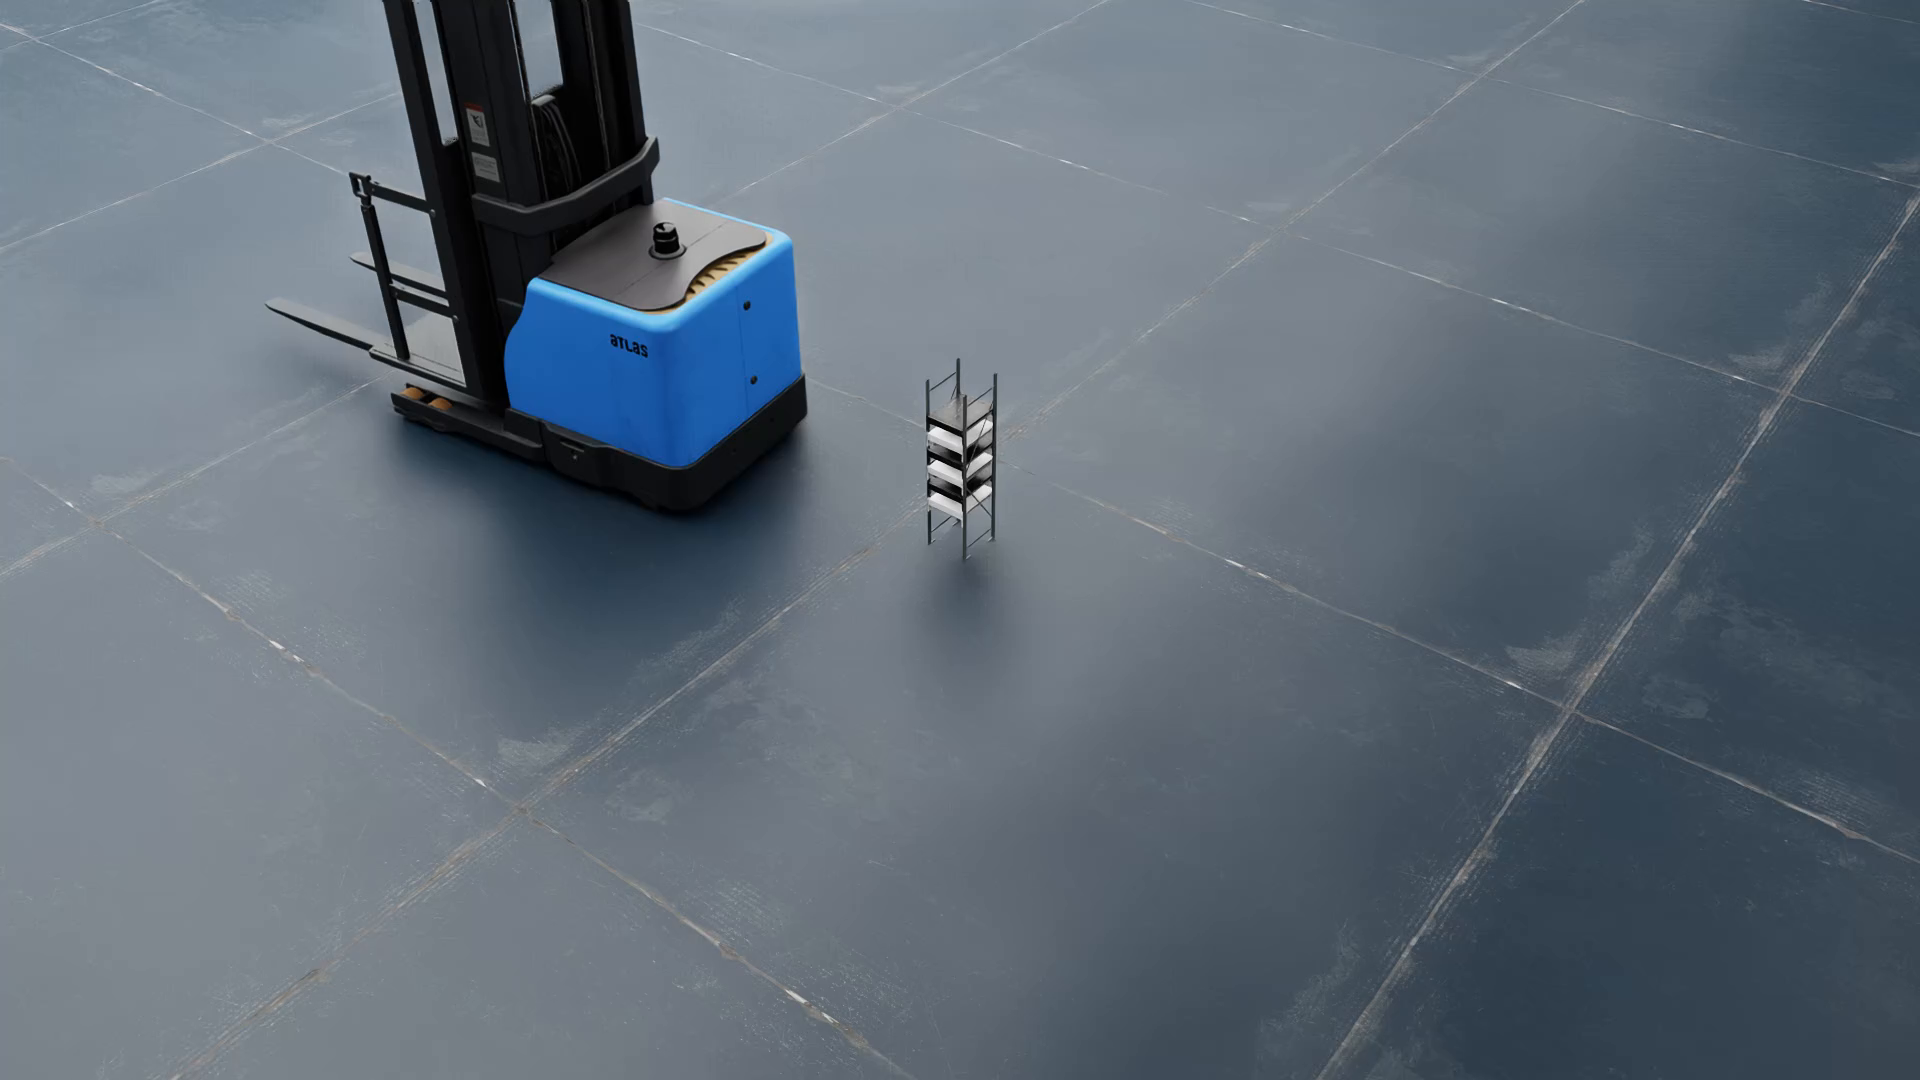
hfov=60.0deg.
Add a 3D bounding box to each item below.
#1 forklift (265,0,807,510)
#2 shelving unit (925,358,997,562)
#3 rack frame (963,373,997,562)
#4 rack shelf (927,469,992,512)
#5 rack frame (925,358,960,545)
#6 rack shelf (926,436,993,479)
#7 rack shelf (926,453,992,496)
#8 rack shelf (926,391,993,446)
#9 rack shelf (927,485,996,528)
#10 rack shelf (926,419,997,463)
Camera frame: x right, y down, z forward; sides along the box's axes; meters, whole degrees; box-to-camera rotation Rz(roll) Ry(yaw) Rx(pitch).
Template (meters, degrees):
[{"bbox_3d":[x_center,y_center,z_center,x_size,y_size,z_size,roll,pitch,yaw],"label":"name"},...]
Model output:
[{"bbox_3d":[-2.307,-1.965,7.882,3.031,2.935,1.130,20,42,24],"label":"forklift"},{"bbox_3d":[0.006,-0.351,7.469,0.210,0.900,0.258,25,45,29],"label":"shelving unit"},{"bbox_3d":[0.087,-0.313,7.420,0.006,0.900,0.240,25,45,29],"label":"rack frame"},{"bbox_3d":[0.006,-0.254,7.545,0.200,0.077,0.258,25,45,29],"label":"rack shelf"},{"bbox_3d":[-0.074,-0.389,7.517,0.006,0.900,0.240,25,45,29],"label":"rack frame"},{"bbox_3d":[0.006,-0.396,7.434,0.200,0.077,0.258,25,45,29],"label":"rack shelf"},{"bbox_3d":[0.006,-0.325,7.489,0.200,0.077,0.258,25,45,29],"label":"rack shelf"},{"bbox_3d":[0.006,-0.538,7.323,0.200,0.077,0.258,25,45,29],"label":"rack shelf"},{"bbox_3d":[0.006,-0.183,7.600,0.200,0.077,0.258,25,45,29],"label":"rack shelf"},{"bbox_3d":[0.006,-0.467,7.378,0.200,0.077,0.258,25,45,29],"label":"rack shelf"}]
